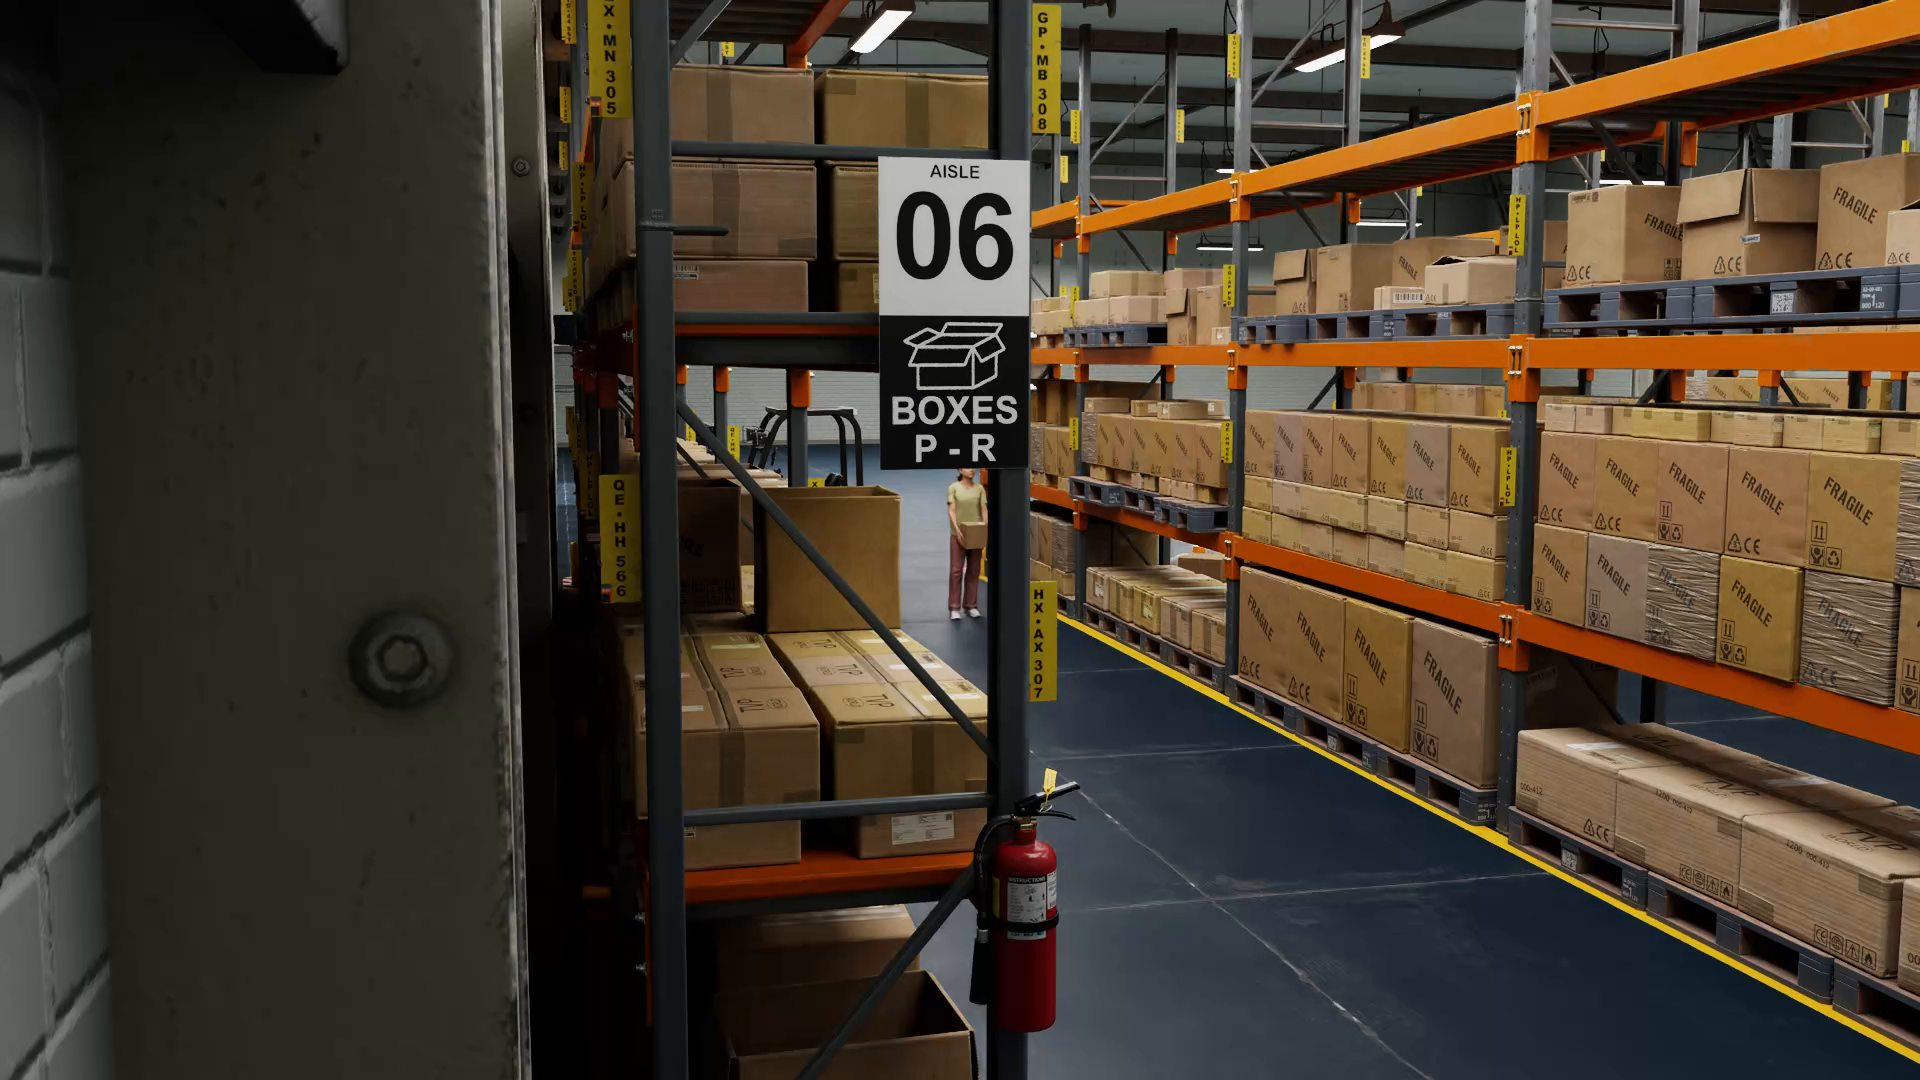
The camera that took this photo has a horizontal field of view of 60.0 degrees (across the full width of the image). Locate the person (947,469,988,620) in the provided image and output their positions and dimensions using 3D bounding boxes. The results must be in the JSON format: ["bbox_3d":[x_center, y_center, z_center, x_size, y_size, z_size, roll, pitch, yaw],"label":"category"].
[{"bbox_3d":[0.090,-0.029,17.377,0.465,1.676,0.514,-2,6,-16],"label":"person"}]
